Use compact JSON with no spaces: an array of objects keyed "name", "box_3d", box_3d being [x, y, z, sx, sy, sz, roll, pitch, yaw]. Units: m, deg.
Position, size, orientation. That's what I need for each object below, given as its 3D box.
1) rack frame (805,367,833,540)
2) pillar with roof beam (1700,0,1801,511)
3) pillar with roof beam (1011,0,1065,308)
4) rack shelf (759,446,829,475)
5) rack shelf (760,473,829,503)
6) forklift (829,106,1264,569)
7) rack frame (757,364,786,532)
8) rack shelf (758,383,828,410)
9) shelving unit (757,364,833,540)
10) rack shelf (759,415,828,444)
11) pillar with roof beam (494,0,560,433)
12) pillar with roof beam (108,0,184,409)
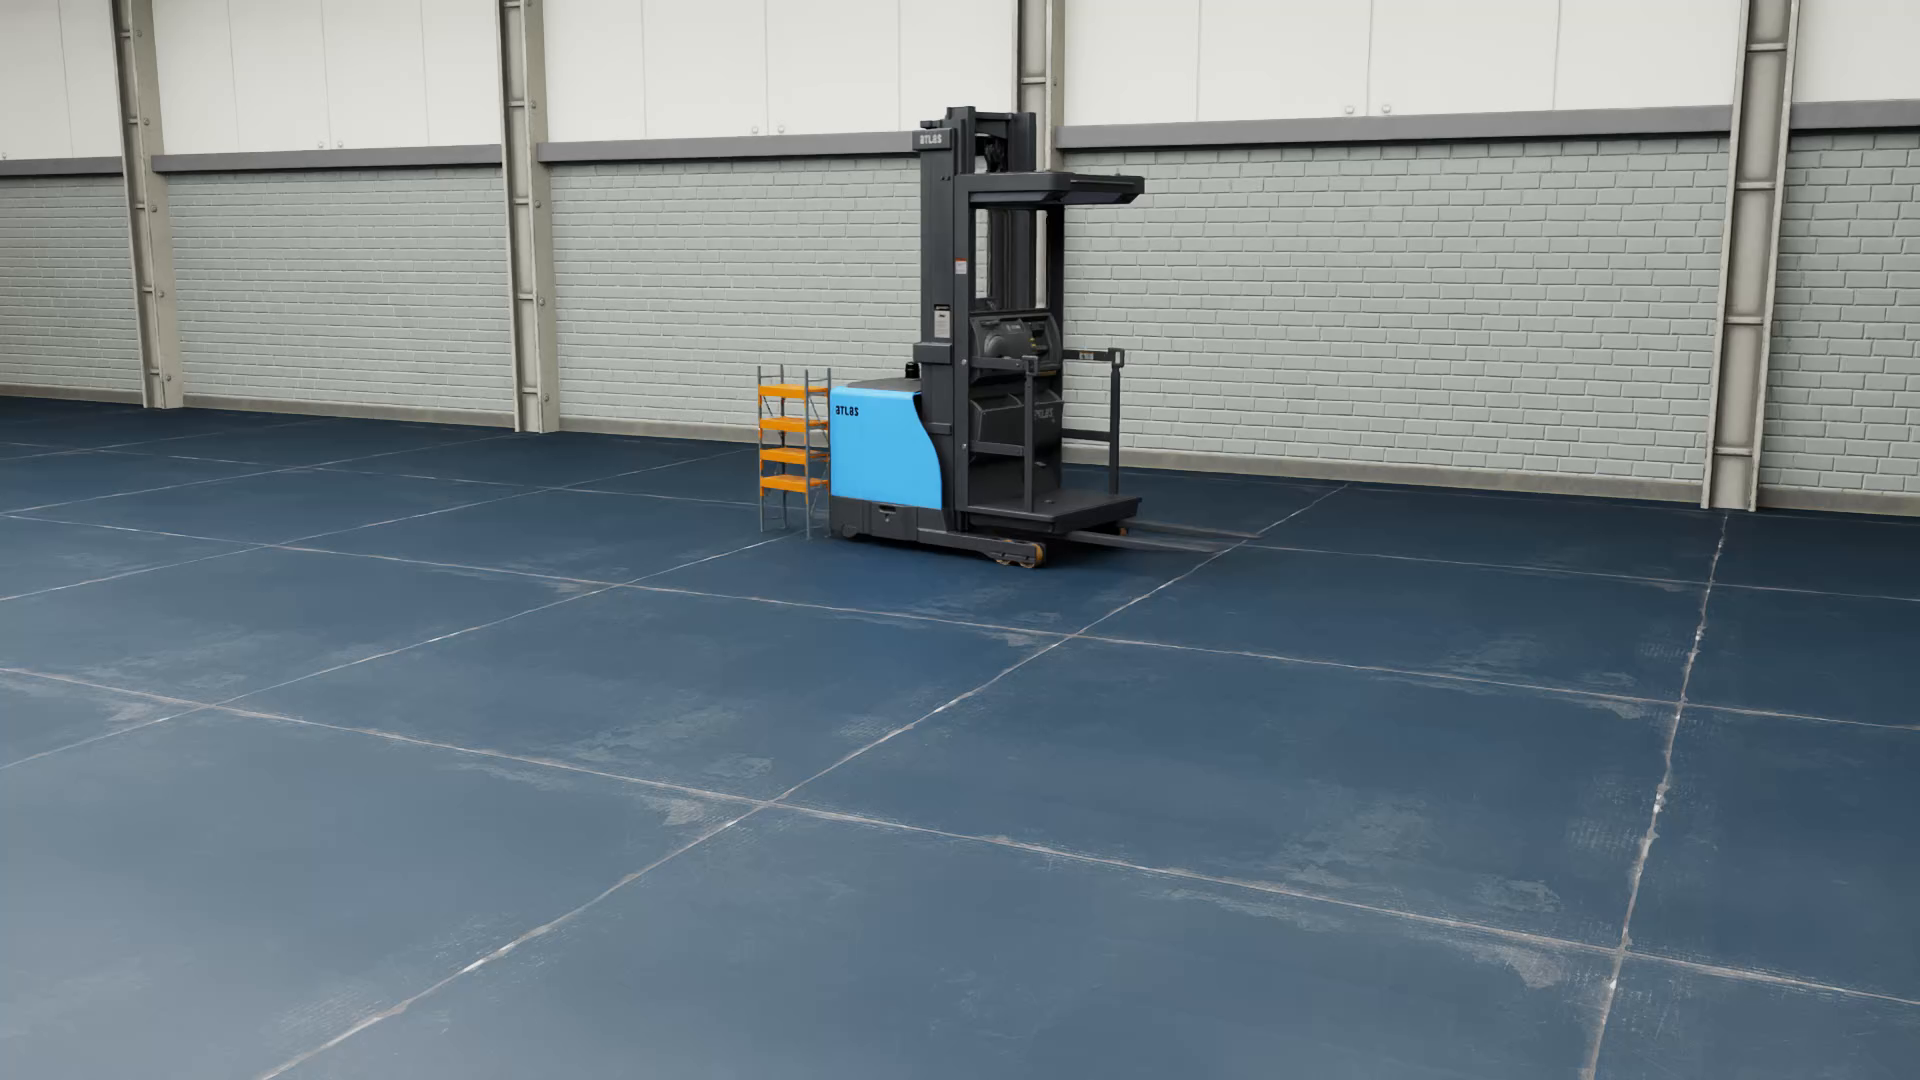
[{"name":"rack frame","box_3d":[-0.993,-0.607,11.716,0.015,1.200,0.240,9,14,40]},{"name":"pillar with roof beam","box_3d":[4.187,-4.002,8.576,0.400,9.000,9.100,5,11,26]},{"name":"pillar with roof beam","box_3d":[-1.194,-4.475,11.188,0.400,9.000,9.100,5,11,26]},{"name":"rack shelf","box_3d":[-1.177,-0.570,11.886,0.480,0.148,0.258,9,14,40]},{"name":"rack shelf","box_3d":[-1.177,-0.374,11.921,0.480,0.148,0.258,9,14,40]},{"name":"forklift","box_3d":[0.543,-1.364,11.037,3.031,2.935,1.130,8,13,38]},{"name":"rack frame","box_3d":[-1.361,-0.664,12.032,0.015,1.200,0.240,9,14,40]},{"name":"rack shelf","box_3d":[-1.177,-1.022,11.804,0.480,0.148,0.258,9,14,40]},{"name":"shelving unit","box_3d":[-1.177,-0.636,11.874,0.503,1.200,0.258,9,14,40]},{"name":"rack shelf","box_3d":[-1.177,-0.790,11.846,0.480,0.148,0.258,9,14,40]},{"name":"pillar with roof beam","box_3d":[-6.574,-4.948,13.801,0.400,9.000,9.100,5,11,26]},{"name":"pillar with roof beam","box_3d":[-11.955,-5.421,16.413,0.400,9.000,9.100,5,11,26]}]
